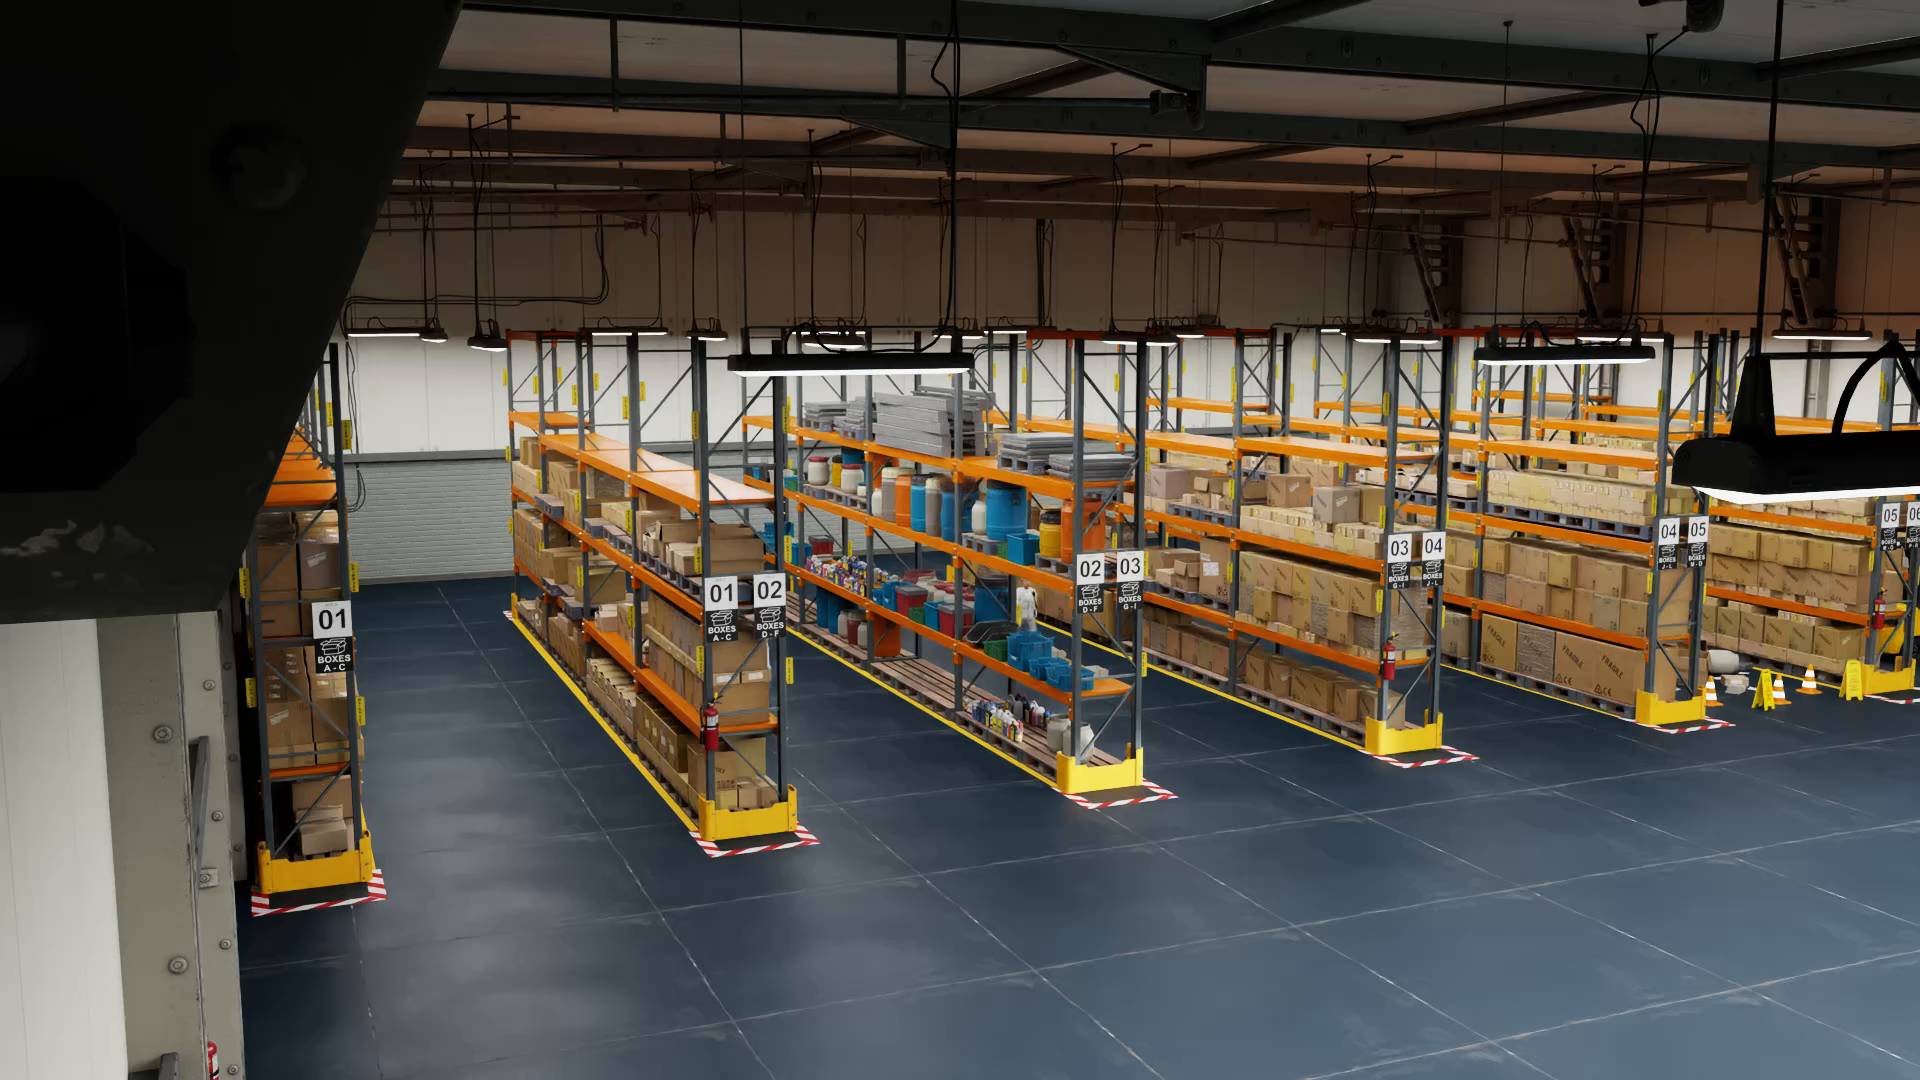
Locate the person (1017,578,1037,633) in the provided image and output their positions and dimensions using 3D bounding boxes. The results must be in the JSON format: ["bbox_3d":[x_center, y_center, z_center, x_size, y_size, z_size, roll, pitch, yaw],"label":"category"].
[{"bbox_3d":[1.159,1.366,30.302,0.523,1.571,0.846,-3,8,-23],"label":"person"}]

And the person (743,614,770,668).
[{"bbox_3d":[-3.201,2.032,25.579,0.644,1.666,1.022,-1,8,-5],"label":"person"}]
